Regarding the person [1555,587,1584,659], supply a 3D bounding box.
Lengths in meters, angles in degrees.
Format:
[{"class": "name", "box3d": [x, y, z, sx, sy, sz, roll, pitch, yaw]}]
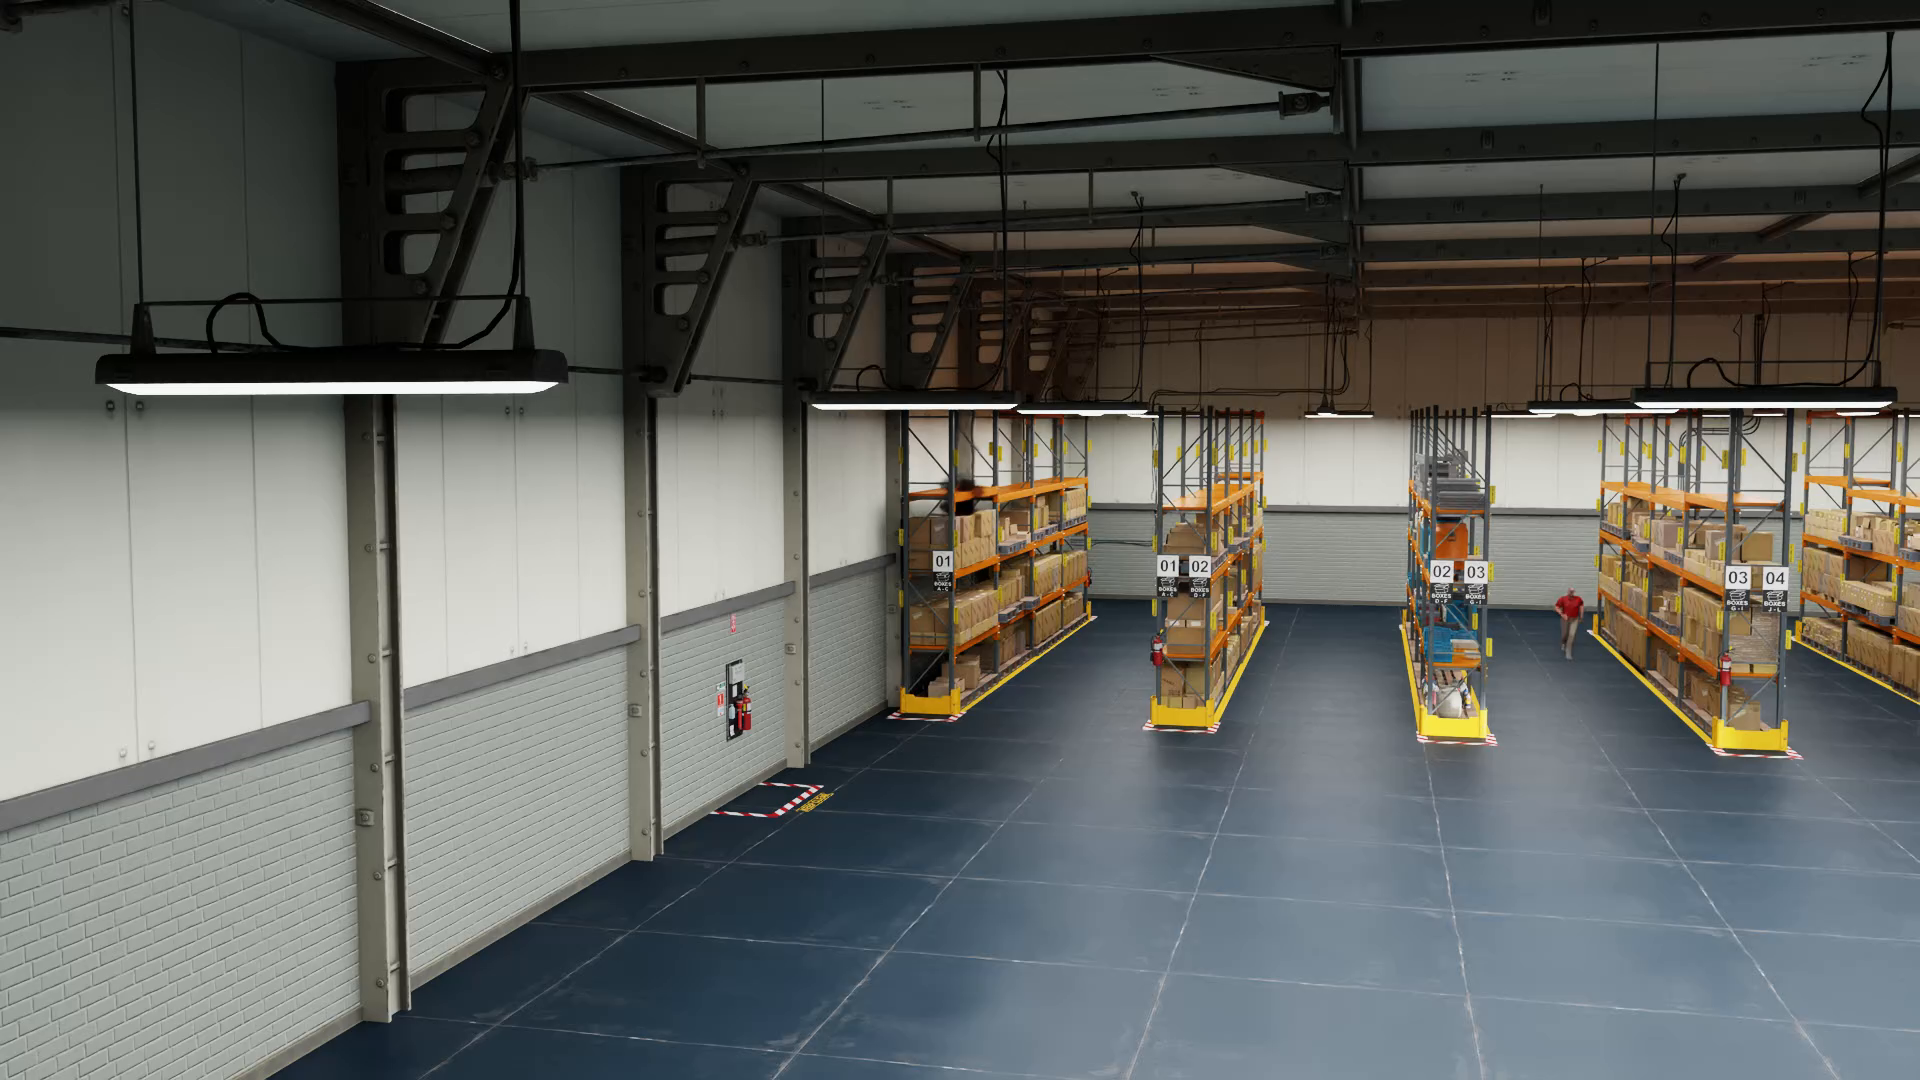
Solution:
[{"class": "person", "box3d": [14.801, 1.985, 40.387, 0.686, 1.724, 0.947, 1, 4, 13]}]

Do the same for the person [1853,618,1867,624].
[{"class": "person", "box3d": [23.621, 1.710, 43.666, 0.703, 1.764, 0.781, -2, 4, -21]}]
